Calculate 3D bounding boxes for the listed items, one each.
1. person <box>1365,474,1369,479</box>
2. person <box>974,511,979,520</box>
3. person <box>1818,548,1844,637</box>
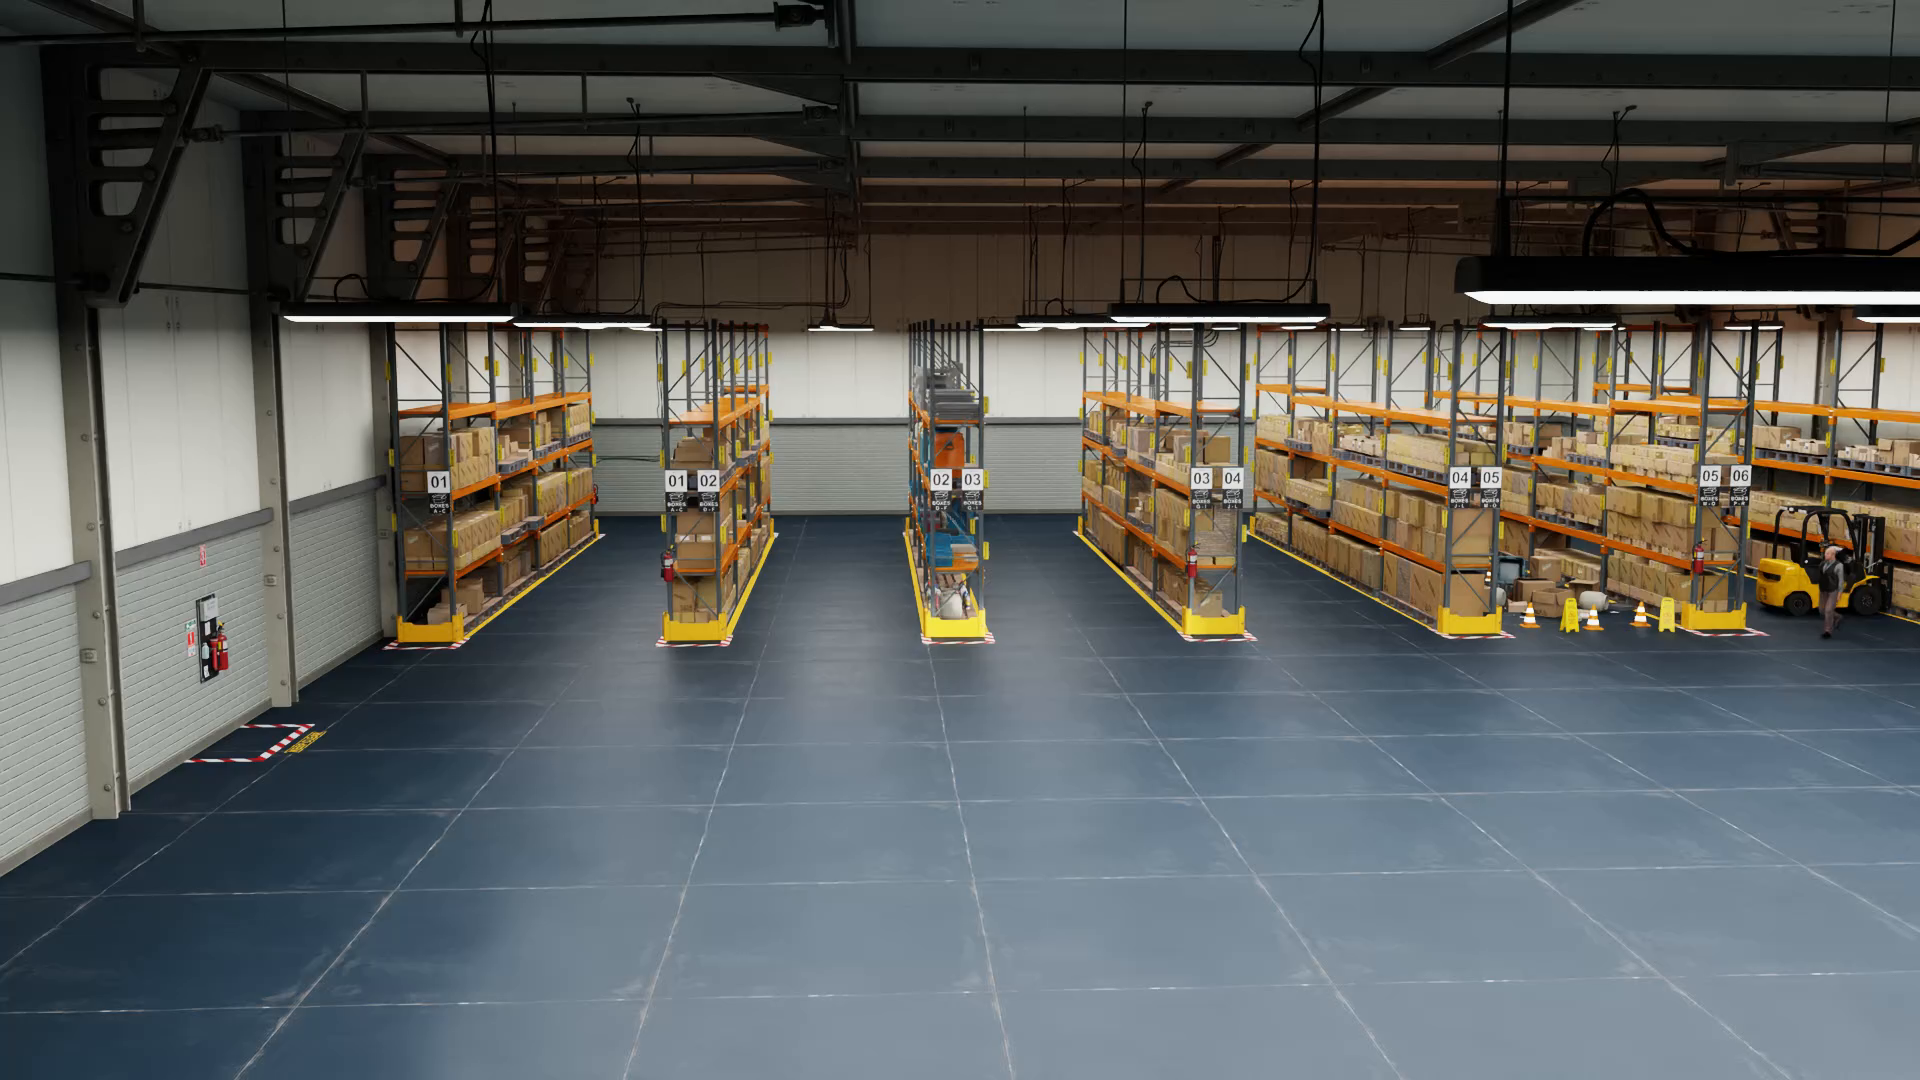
[{"bbox_3d":[11.842,-1.096,48.032,0.975,1.723,0.495,3,8,21],"label":"person"},{"bbox_3d":[0.385,-1.432,51.482,0.612,1.578,0.414,2,7,15],"label":"person"},{"bbox_3d":[16.590,0.977,31.606,0.803,1.698,0.543,-3,8,-23],"label":"person"}]
